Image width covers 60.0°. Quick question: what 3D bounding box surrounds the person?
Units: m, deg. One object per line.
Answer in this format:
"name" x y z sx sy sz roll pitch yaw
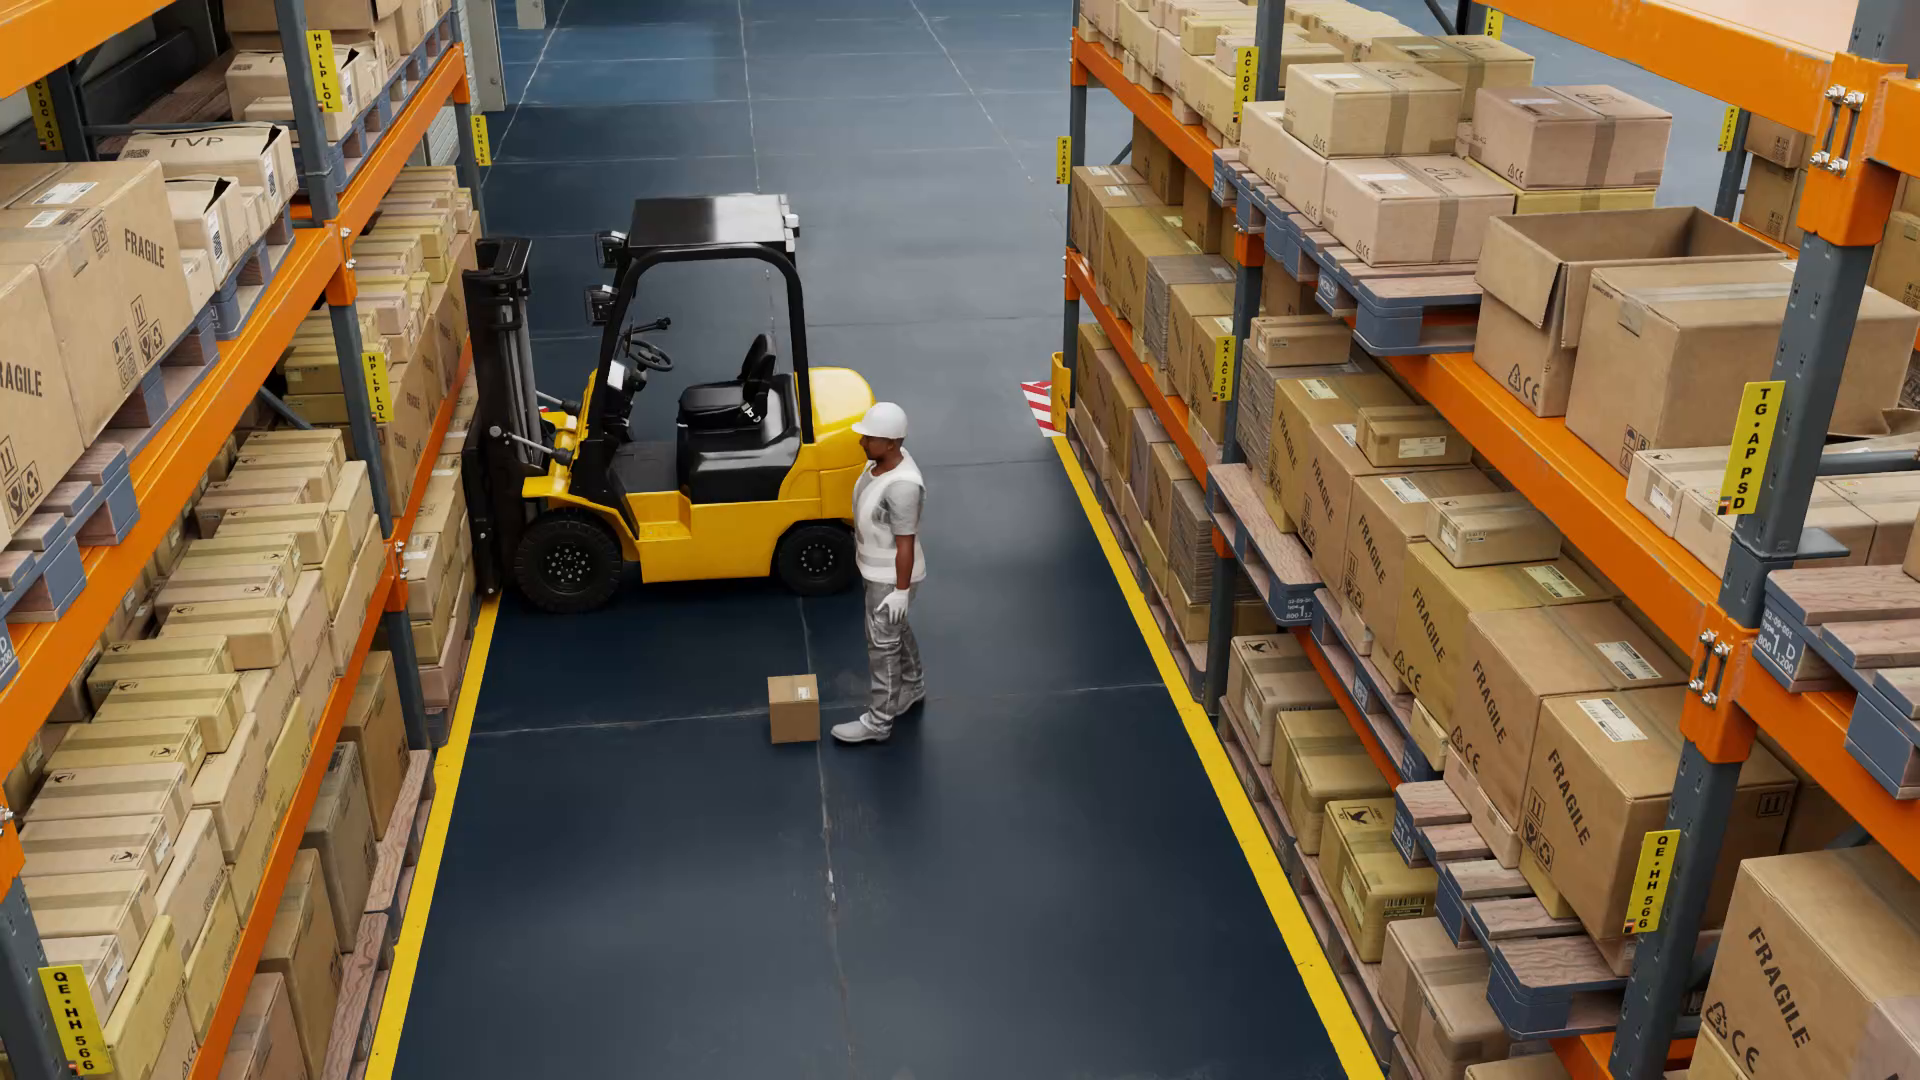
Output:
"person" -0.412 0.163 8.266 0.555 1.789 0.581 -6 28 -12
